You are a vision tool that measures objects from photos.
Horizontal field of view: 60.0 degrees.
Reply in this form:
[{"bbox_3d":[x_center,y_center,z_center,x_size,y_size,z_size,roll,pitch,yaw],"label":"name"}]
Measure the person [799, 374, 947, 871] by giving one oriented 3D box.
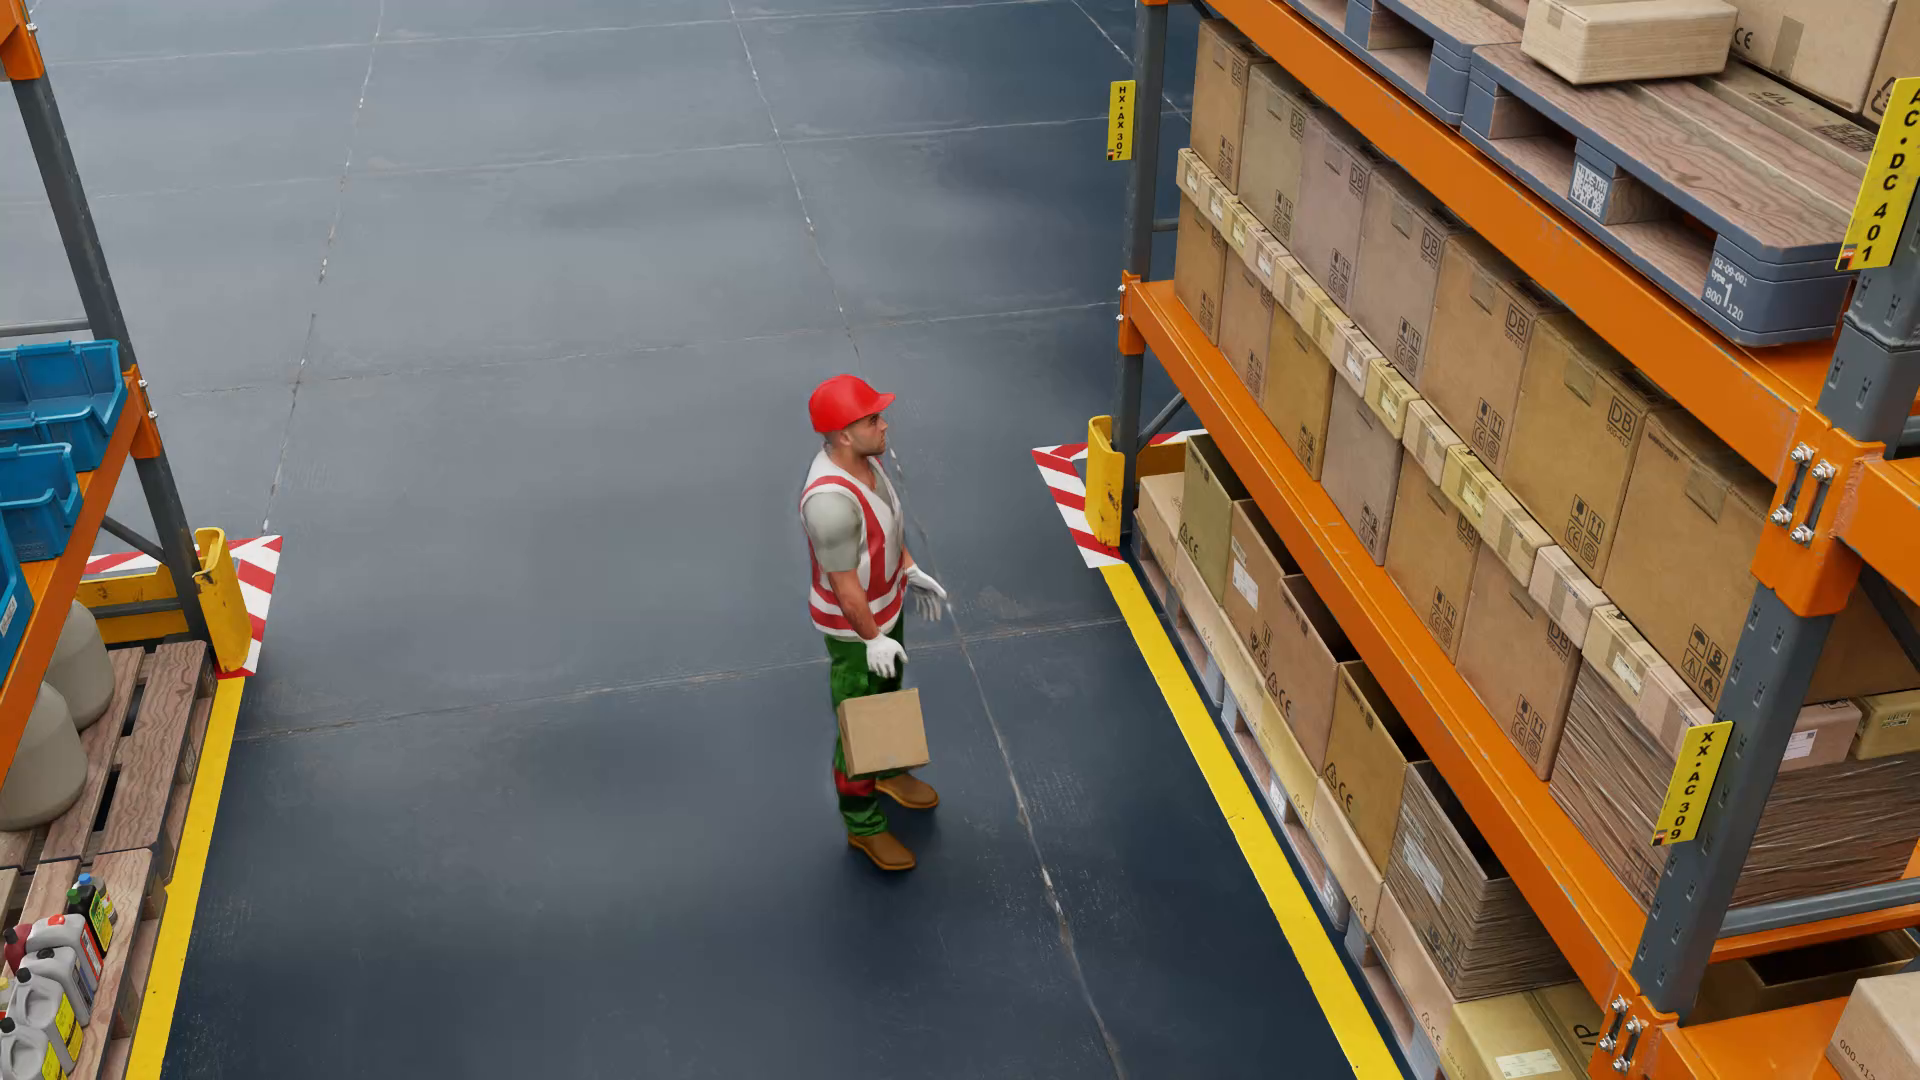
[{"bbox_3d":[-0.289,0.275,5.676,0.446,1.799,0.586,5,34,7],"label":"person"}]
